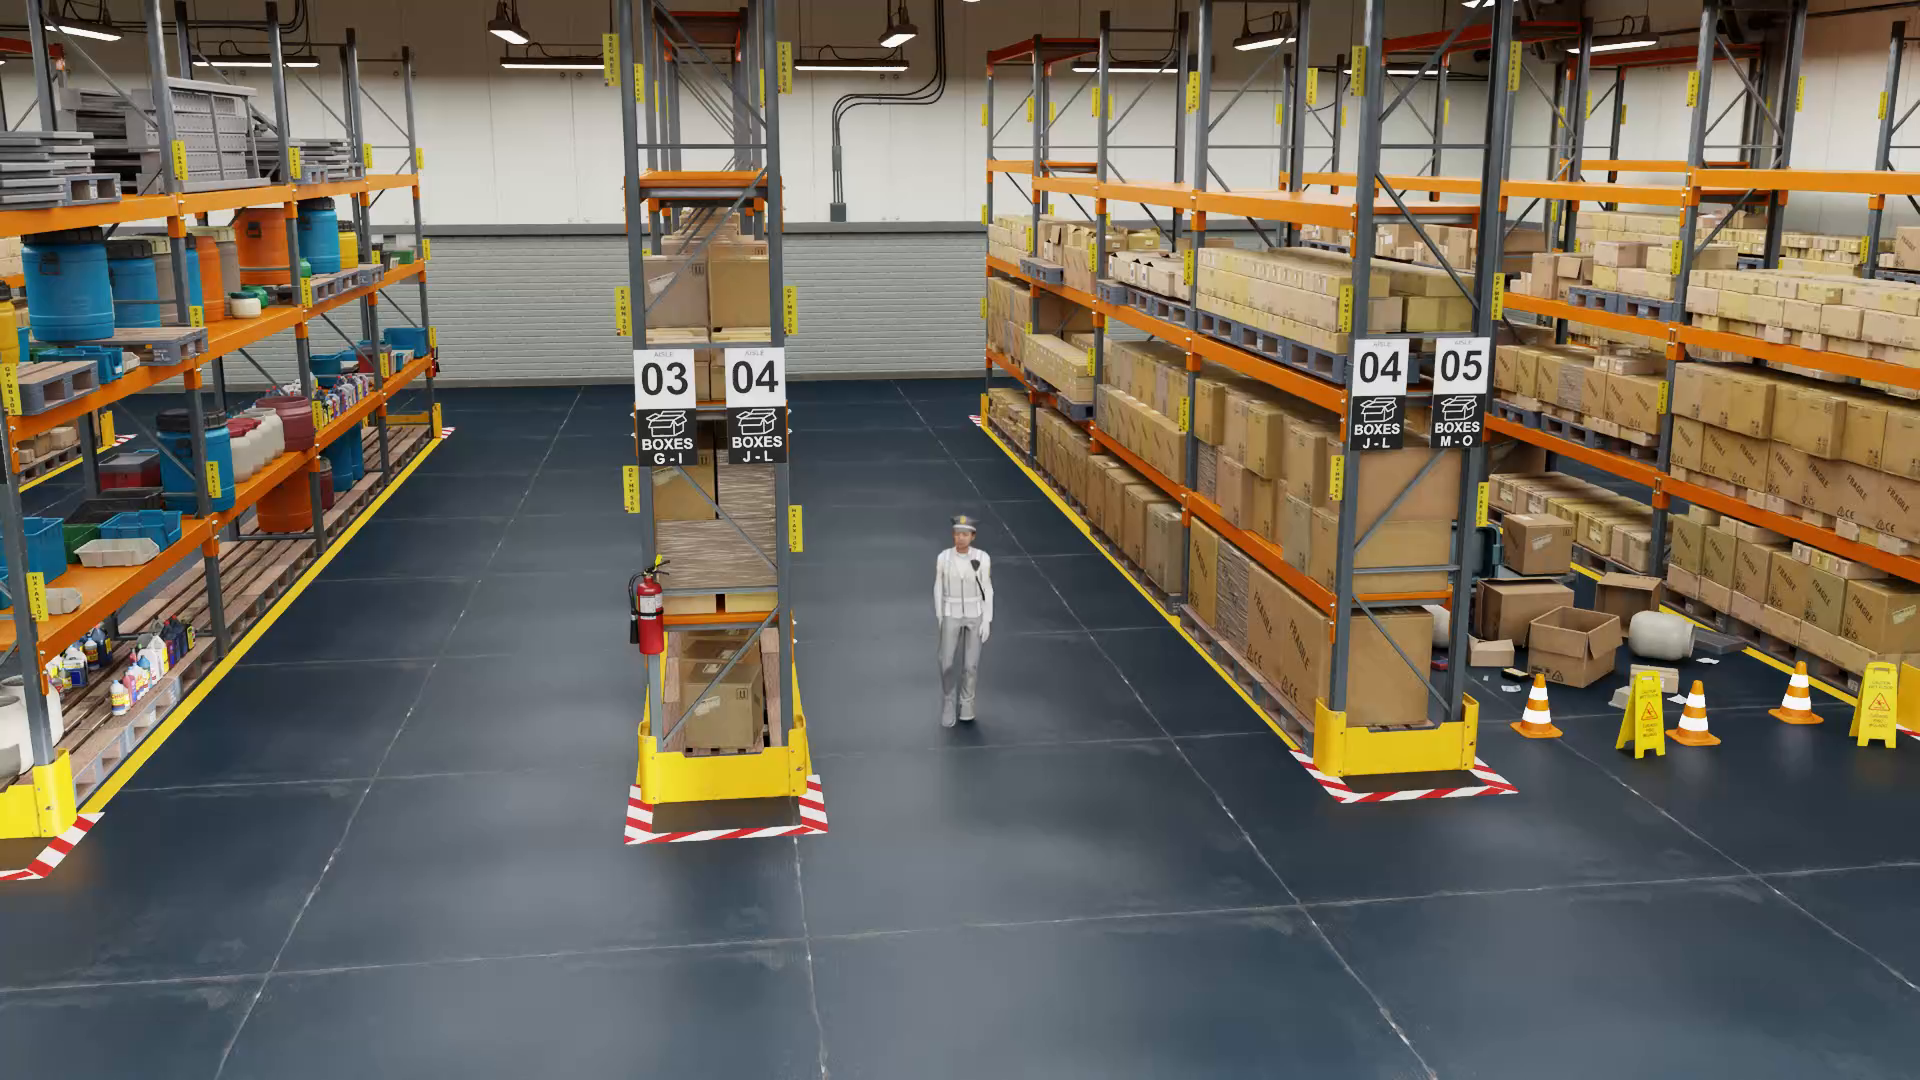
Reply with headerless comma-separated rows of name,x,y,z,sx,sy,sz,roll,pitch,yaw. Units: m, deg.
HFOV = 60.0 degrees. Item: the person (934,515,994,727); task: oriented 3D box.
person,0.028,0.646,13.166,0.477,1.720,0.456,0,13,1
